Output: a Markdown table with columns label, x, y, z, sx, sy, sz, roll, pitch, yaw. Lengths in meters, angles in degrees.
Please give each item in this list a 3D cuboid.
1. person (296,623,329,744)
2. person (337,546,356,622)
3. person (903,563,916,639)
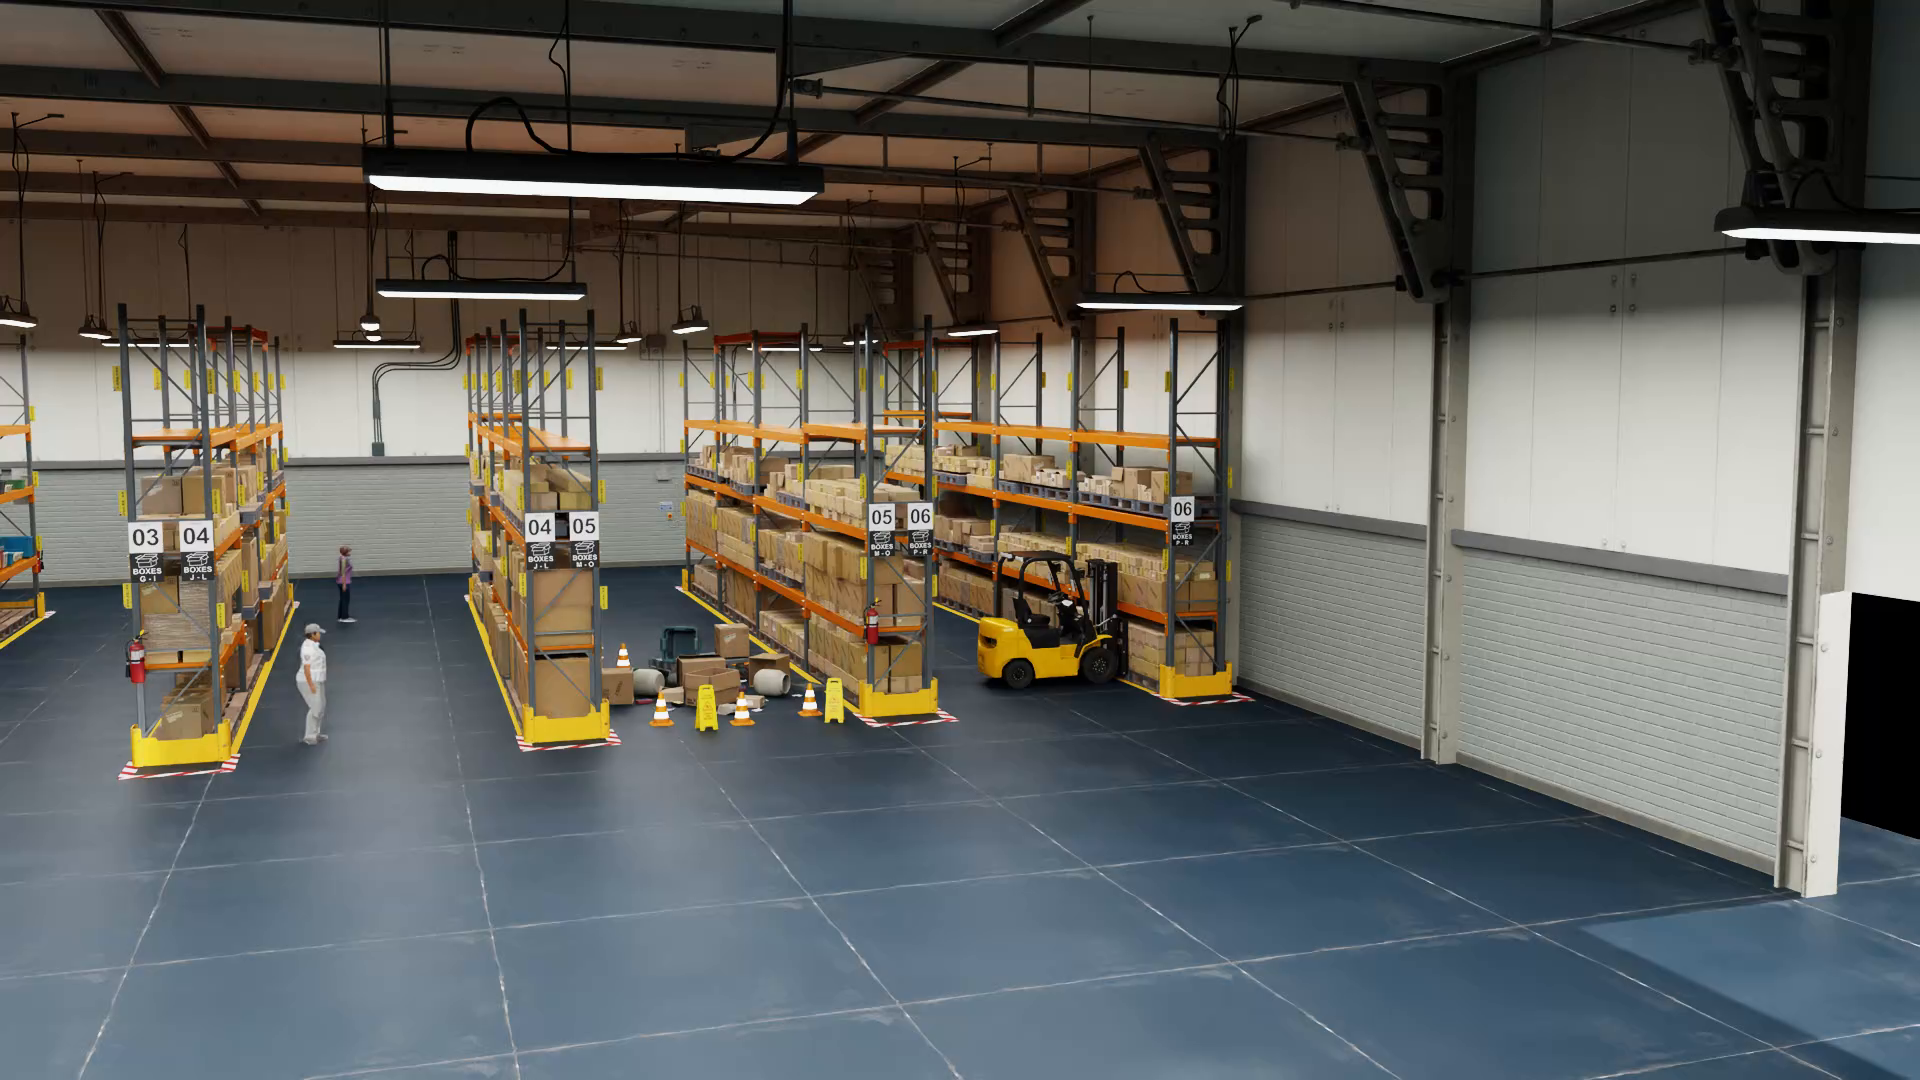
| label | x | y | z | sx | sy | sz | roll | pitch | yaw |
| --- | --- | --- | --- | --- | --- | --- | --- | --- | --- |
| person | -9.044 | 2.021 | 23.223 | 0.403 | 1.728 | 0.520 | 0 | 5 | -3 |
| person | -12.780 | 0.913 | 34.609 | 0.343 | 1.604 | 0.455 | -3 | 6 | -29 |
| person | -1.014 | 1.273 | 30.144 | 0.596 | 1.733 | 0.453 | -2 | 6 | -16 |
